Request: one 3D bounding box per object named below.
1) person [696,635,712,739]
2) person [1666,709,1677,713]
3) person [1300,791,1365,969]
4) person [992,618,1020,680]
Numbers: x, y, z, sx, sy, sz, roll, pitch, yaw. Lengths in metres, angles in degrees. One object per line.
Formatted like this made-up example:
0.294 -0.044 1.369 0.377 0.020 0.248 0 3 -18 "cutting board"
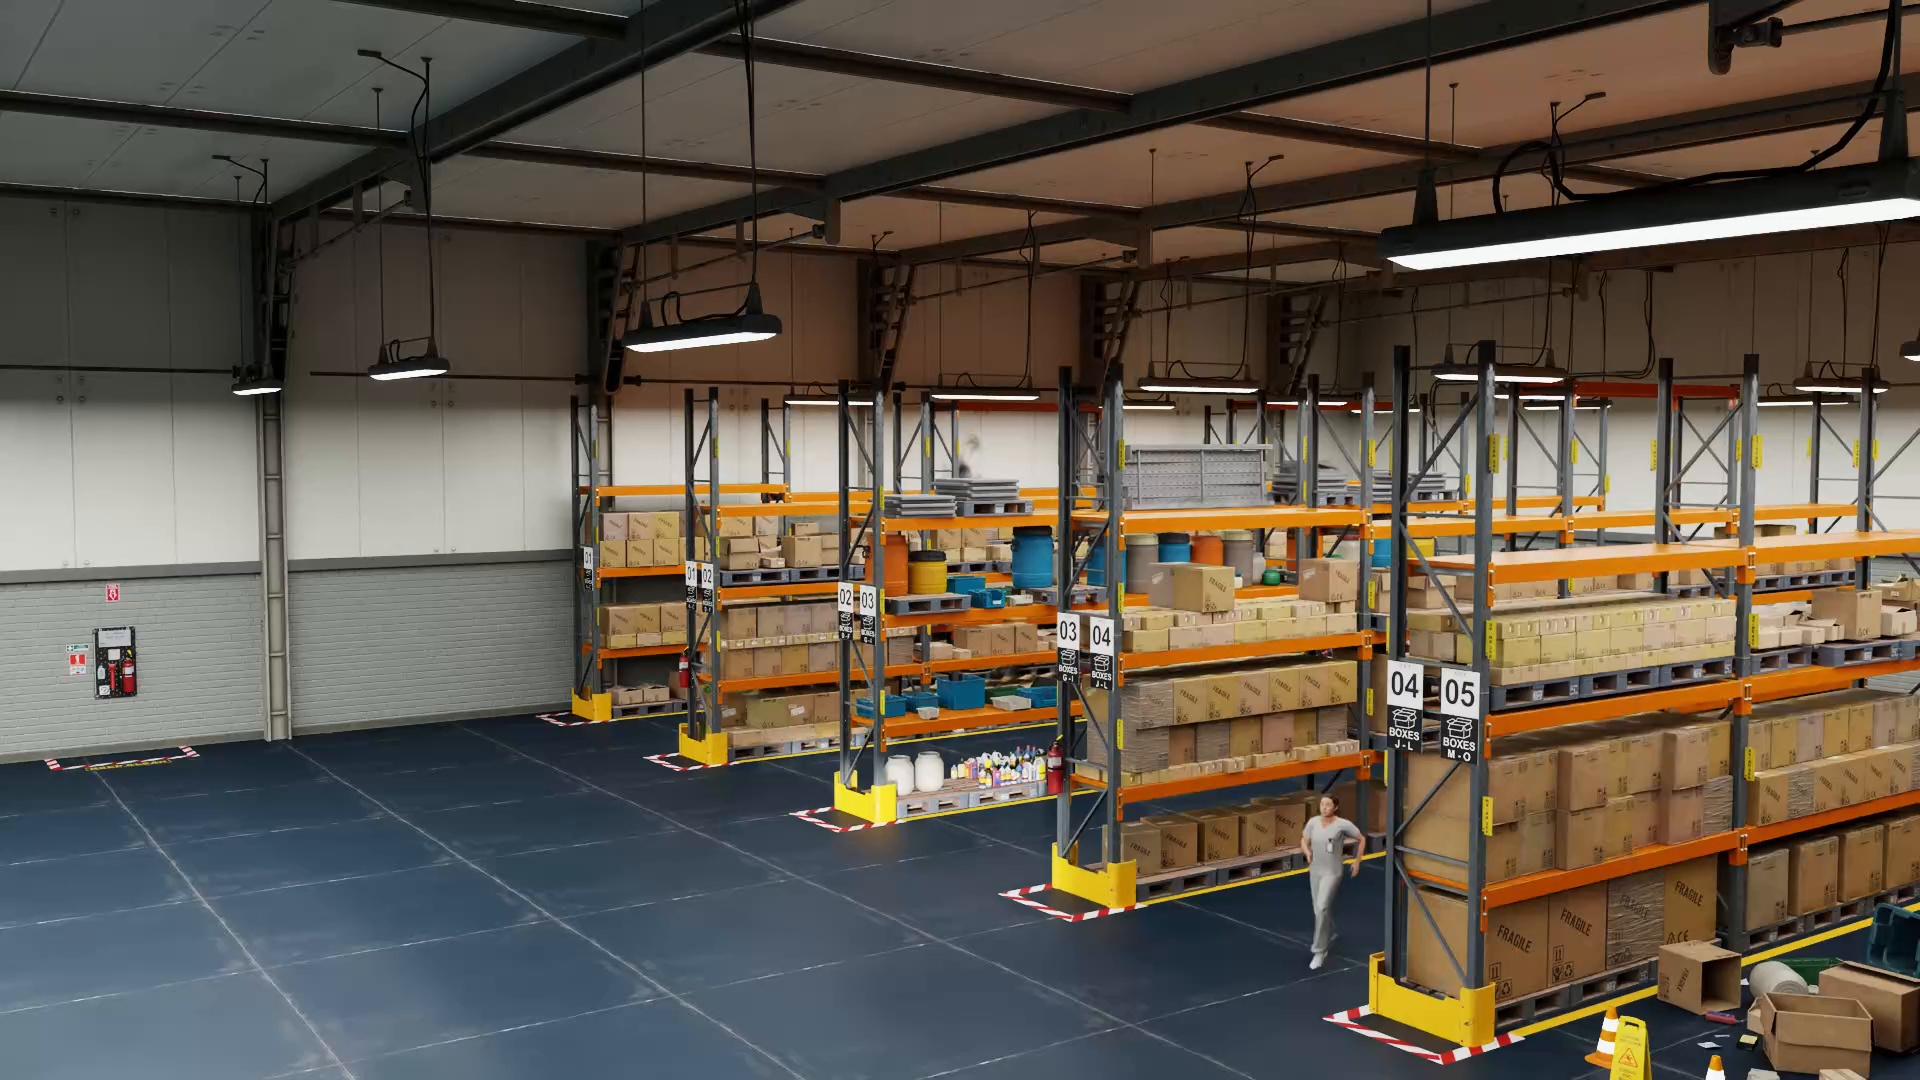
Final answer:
-4.297 2.522 28.754 1.008 1.778 0.648 -3 5 -44 "person"
9.413 3.038 22.029 0.693 1.599 0.609 -2 4 -34 "person"
3.675 3.341 16.491 0.594 1.730 0.729 3 5 40 "person"
0.952 2.321 32.920 0.576 1.810 0.864 3 5 45 "person"
